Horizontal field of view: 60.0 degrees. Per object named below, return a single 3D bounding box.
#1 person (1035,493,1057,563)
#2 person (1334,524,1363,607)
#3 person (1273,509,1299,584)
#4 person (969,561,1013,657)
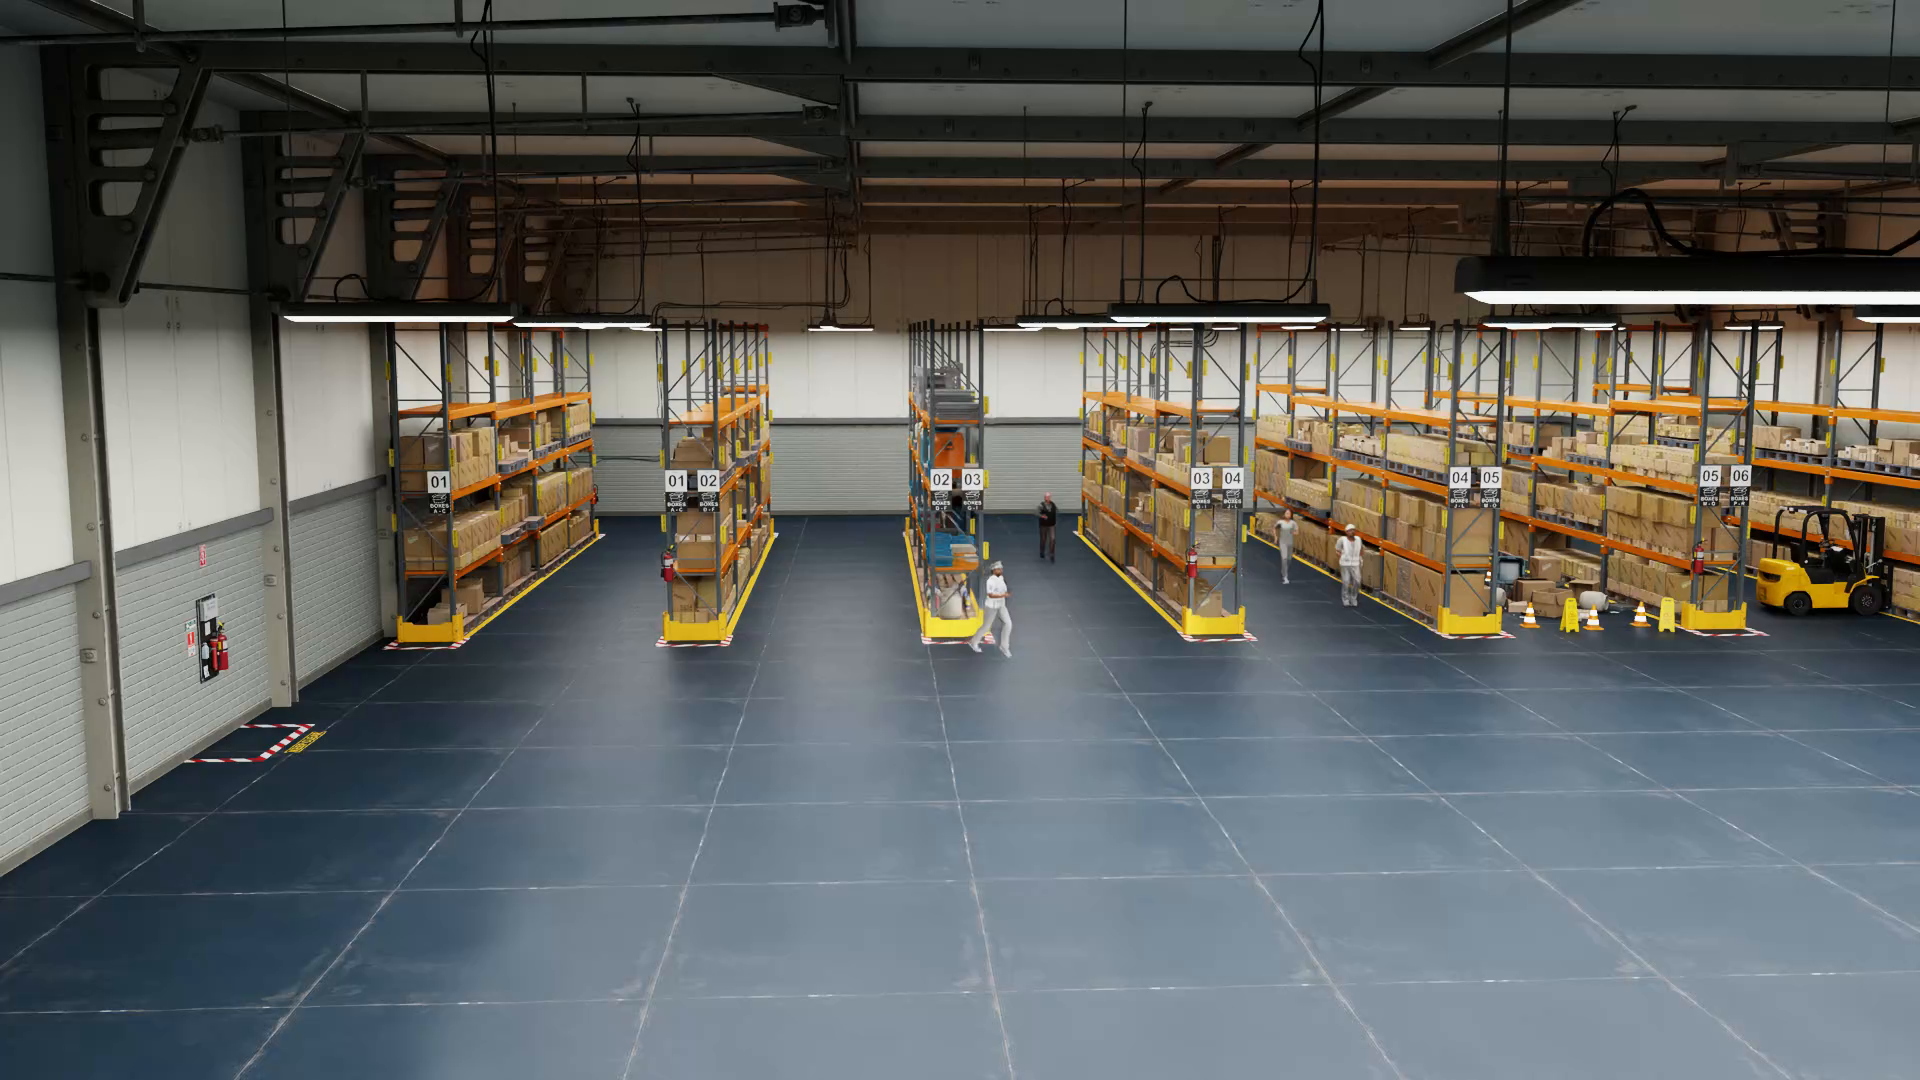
[{"bbox_3d":[2.192,-0.331,42.079,0.610,1.750,0.889,-1,7,-6],"label":"person"},{"bbox_3d":[8.194,0.542,34.909,0.674,1.761,0.643,0,7,-2],"label":"person"},{"bbox_3d":[7.555,0.115,38.494,0.553,1.682,0.907,-1,7,-5],"label":"person"},{"bbox_3d":[0.604,1.223,29.742,0.888,1.746,0.588,6,9,38],"label":"person"}]
